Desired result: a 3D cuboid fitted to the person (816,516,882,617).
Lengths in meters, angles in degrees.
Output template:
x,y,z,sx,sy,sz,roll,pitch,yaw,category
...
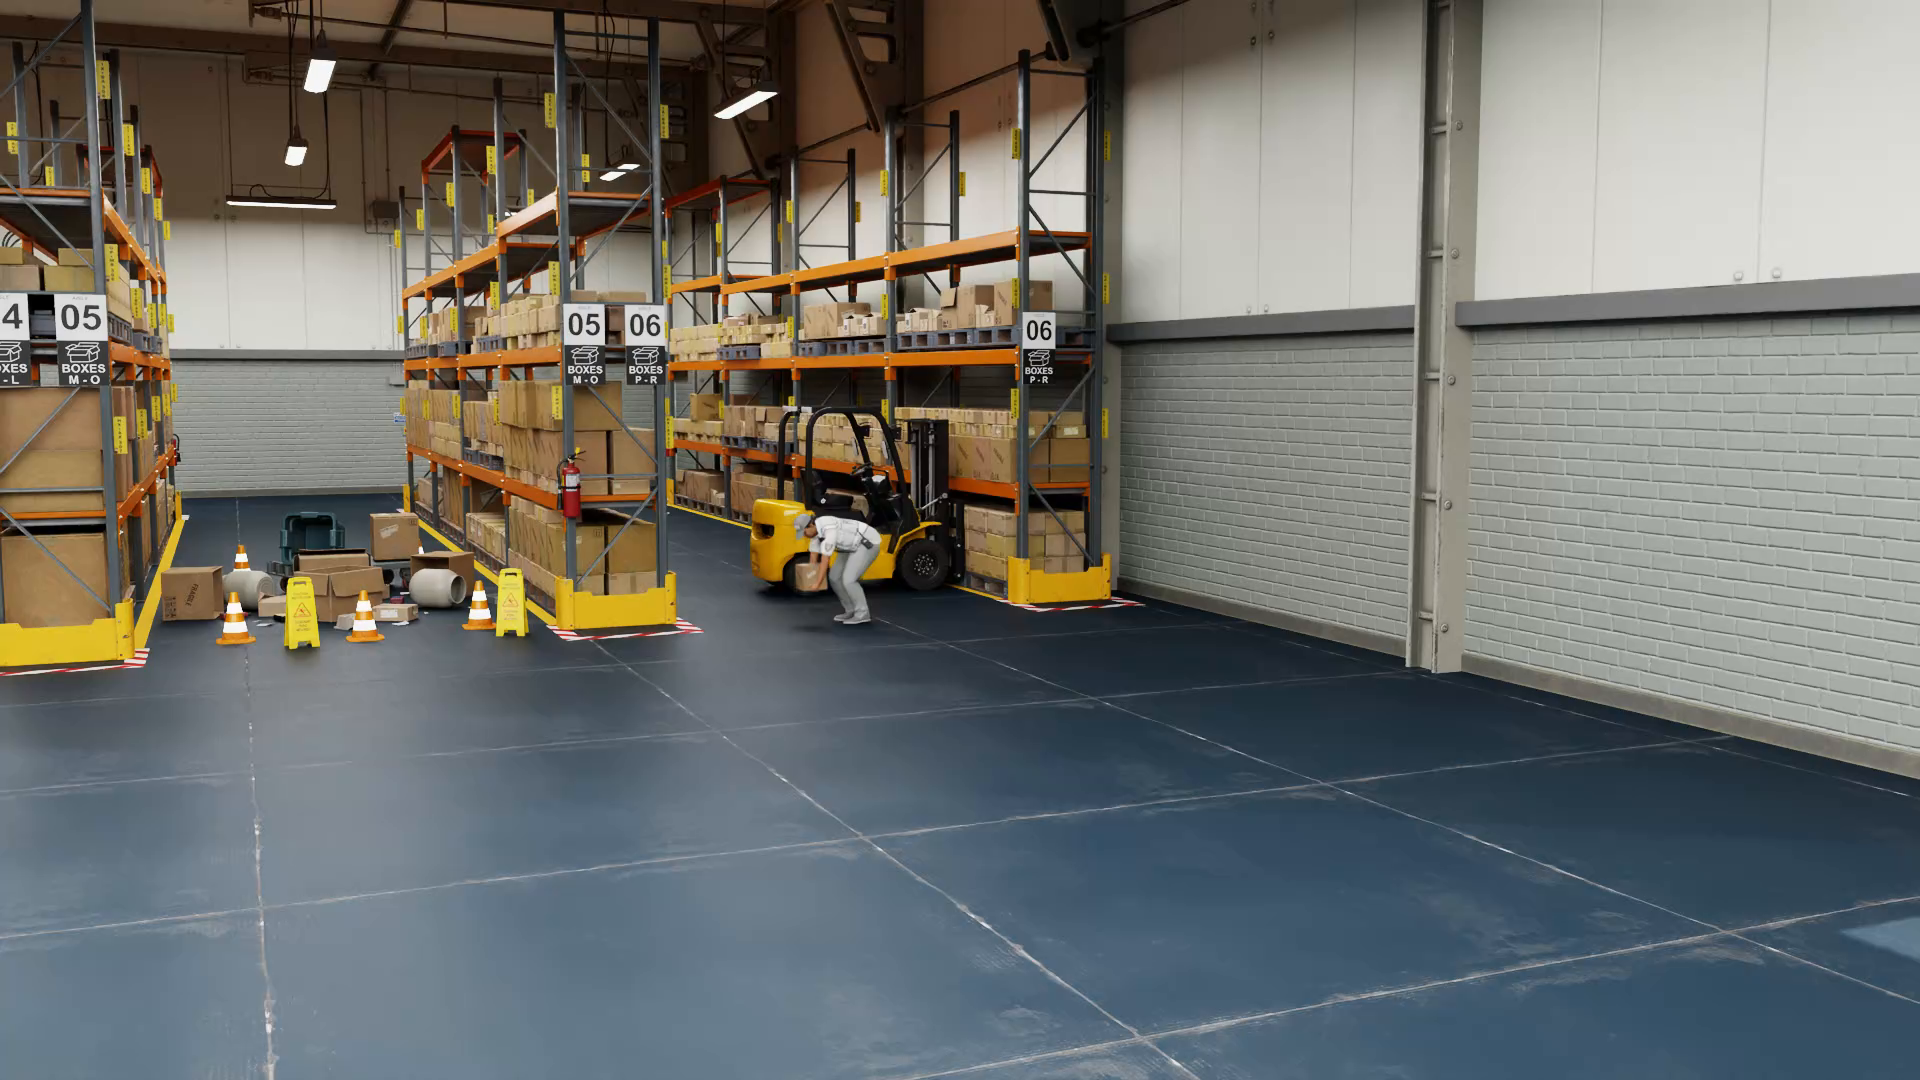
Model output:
x,y,z,sx,sy,sz,roll,pitch,yaw,category
-1.142,0.262,16.916,0.683,1.029,0.495,-3,6,-26,person
